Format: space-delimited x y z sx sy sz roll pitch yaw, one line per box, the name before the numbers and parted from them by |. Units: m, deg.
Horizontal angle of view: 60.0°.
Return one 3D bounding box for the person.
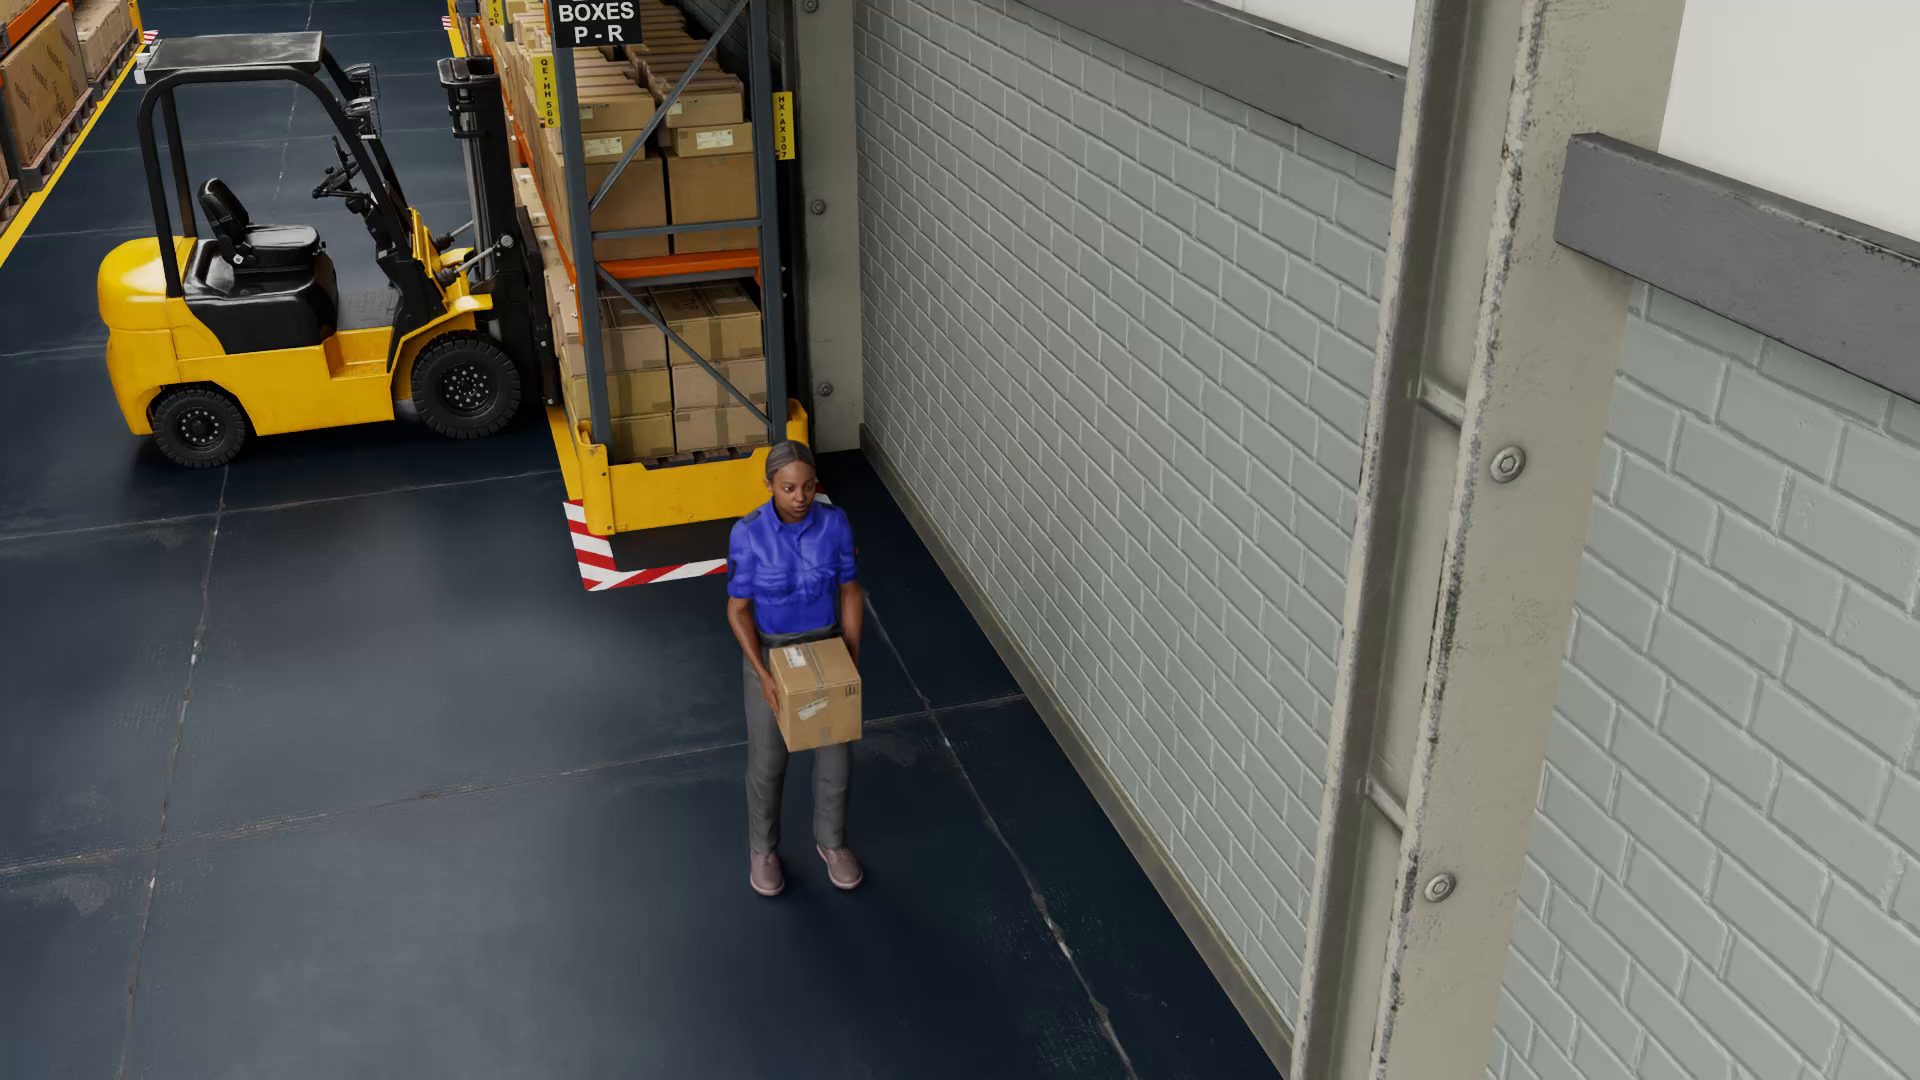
person | -0.539 0.459 5.707 0.474 1.648 0.431 -9 28 -17
